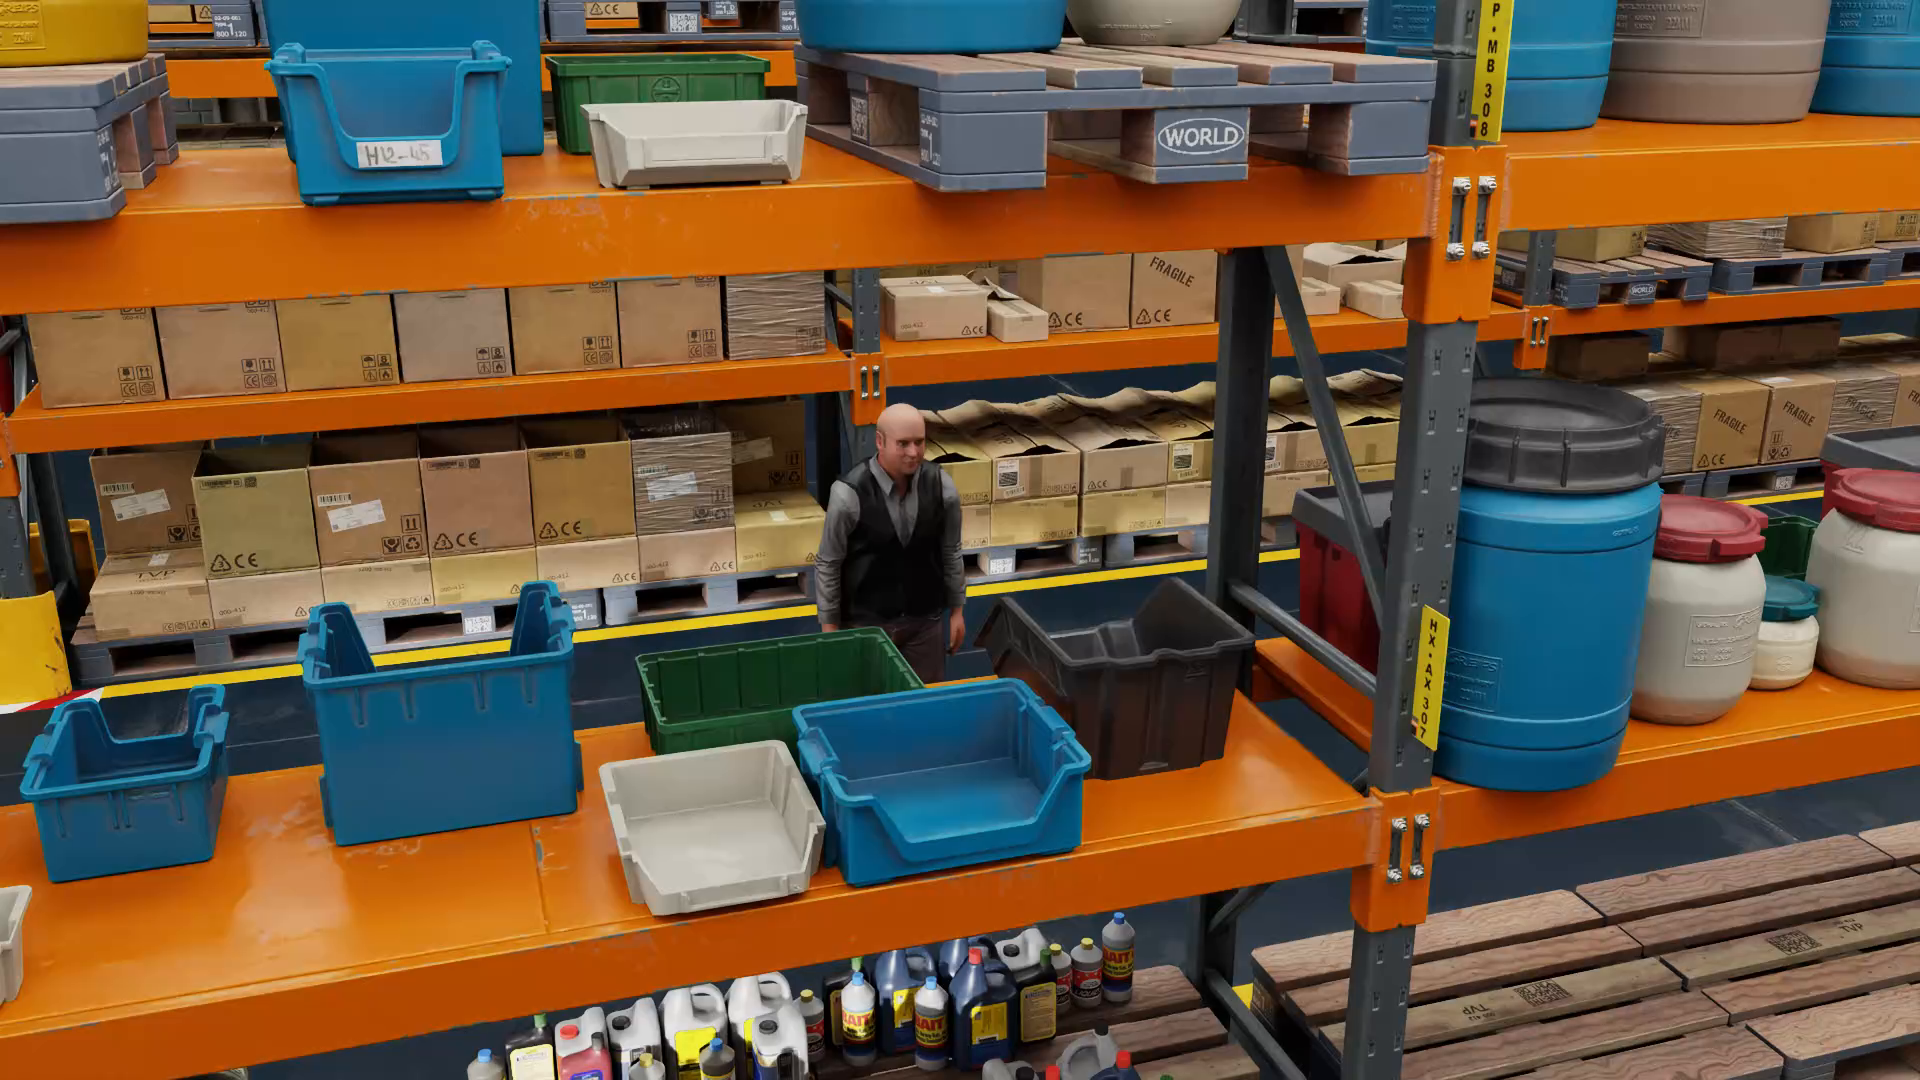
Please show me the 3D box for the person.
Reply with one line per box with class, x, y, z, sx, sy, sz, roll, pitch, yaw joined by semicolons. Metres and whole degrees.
person;-0.257;0.315;6.193;0.593;1.720;0.426;-7;20;-21
